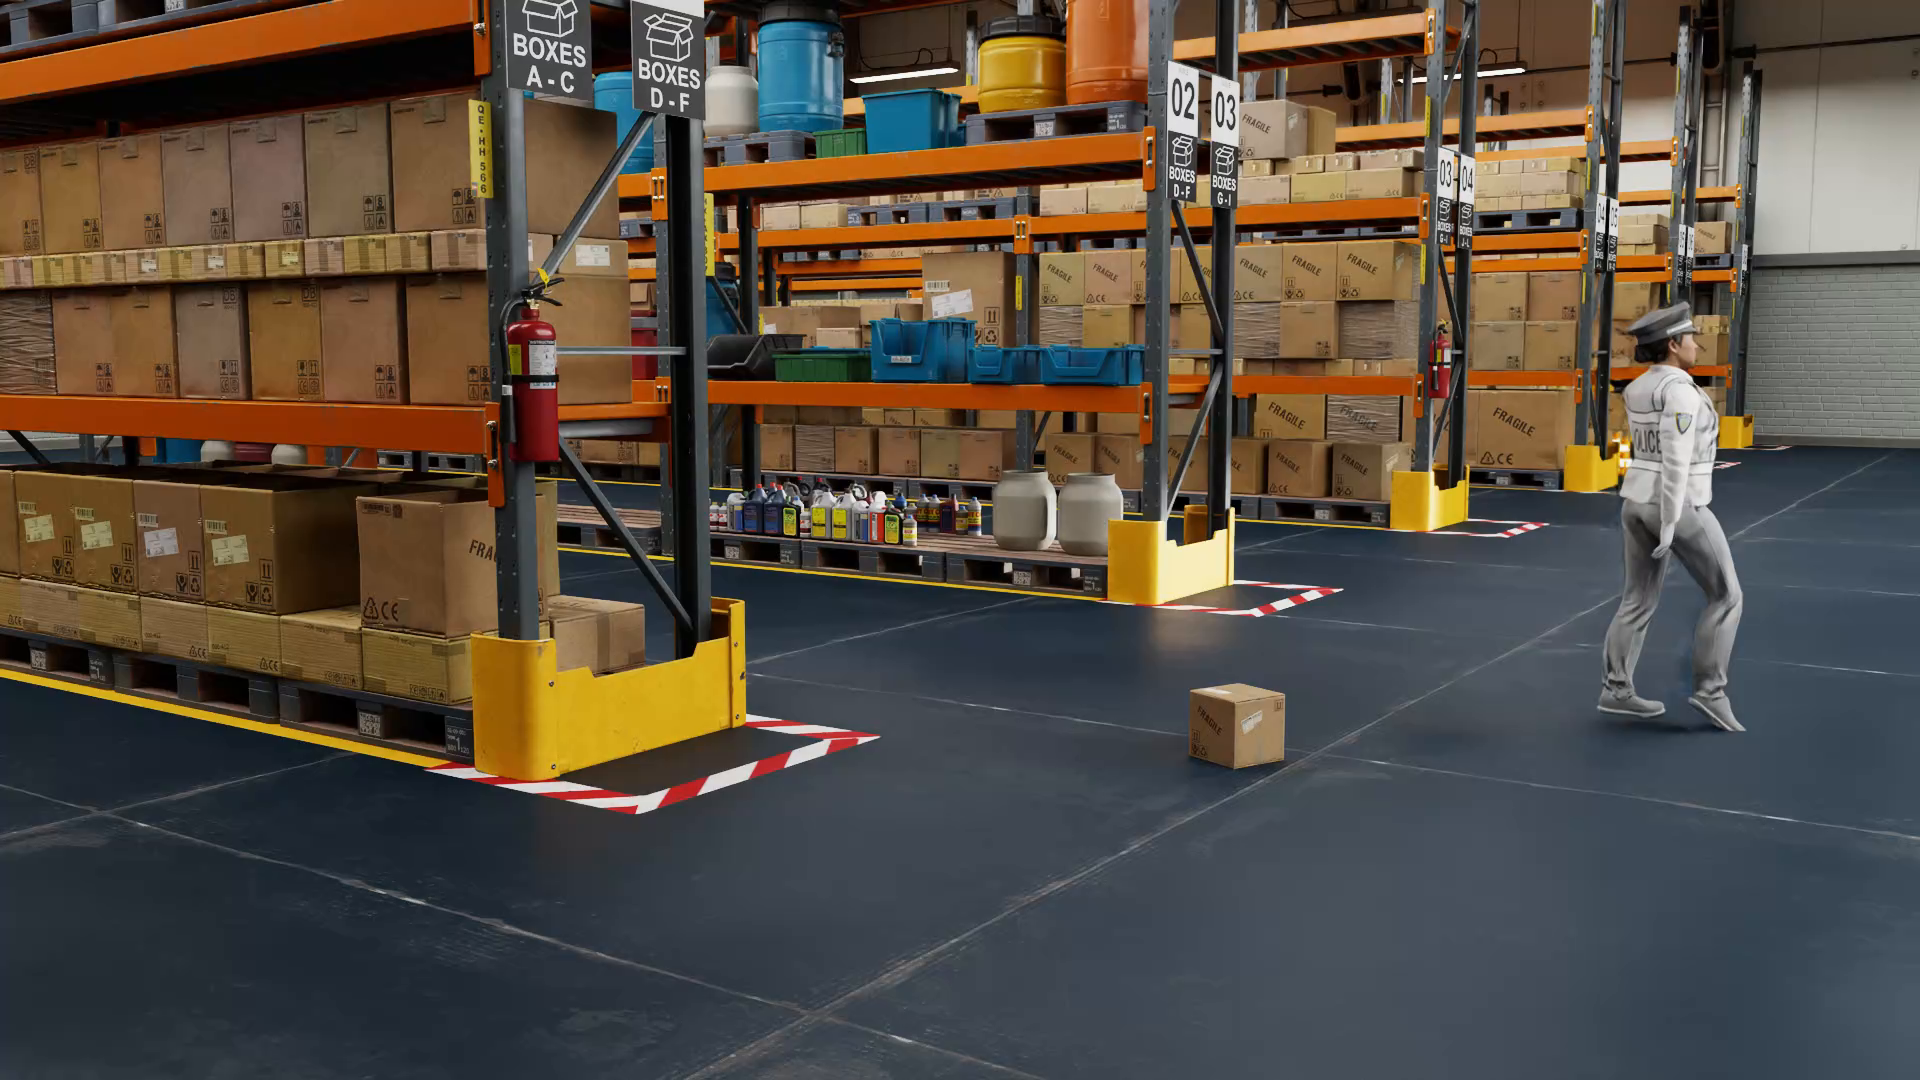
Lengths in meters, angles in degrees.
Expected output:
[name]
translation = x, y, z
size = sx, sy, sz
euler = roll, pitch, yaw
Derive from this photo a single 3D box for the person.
[person]
translation = 2.870, -0.076, 6.696
size = 0.559, 1.756, 0.482
euler = -1, 6, -9
